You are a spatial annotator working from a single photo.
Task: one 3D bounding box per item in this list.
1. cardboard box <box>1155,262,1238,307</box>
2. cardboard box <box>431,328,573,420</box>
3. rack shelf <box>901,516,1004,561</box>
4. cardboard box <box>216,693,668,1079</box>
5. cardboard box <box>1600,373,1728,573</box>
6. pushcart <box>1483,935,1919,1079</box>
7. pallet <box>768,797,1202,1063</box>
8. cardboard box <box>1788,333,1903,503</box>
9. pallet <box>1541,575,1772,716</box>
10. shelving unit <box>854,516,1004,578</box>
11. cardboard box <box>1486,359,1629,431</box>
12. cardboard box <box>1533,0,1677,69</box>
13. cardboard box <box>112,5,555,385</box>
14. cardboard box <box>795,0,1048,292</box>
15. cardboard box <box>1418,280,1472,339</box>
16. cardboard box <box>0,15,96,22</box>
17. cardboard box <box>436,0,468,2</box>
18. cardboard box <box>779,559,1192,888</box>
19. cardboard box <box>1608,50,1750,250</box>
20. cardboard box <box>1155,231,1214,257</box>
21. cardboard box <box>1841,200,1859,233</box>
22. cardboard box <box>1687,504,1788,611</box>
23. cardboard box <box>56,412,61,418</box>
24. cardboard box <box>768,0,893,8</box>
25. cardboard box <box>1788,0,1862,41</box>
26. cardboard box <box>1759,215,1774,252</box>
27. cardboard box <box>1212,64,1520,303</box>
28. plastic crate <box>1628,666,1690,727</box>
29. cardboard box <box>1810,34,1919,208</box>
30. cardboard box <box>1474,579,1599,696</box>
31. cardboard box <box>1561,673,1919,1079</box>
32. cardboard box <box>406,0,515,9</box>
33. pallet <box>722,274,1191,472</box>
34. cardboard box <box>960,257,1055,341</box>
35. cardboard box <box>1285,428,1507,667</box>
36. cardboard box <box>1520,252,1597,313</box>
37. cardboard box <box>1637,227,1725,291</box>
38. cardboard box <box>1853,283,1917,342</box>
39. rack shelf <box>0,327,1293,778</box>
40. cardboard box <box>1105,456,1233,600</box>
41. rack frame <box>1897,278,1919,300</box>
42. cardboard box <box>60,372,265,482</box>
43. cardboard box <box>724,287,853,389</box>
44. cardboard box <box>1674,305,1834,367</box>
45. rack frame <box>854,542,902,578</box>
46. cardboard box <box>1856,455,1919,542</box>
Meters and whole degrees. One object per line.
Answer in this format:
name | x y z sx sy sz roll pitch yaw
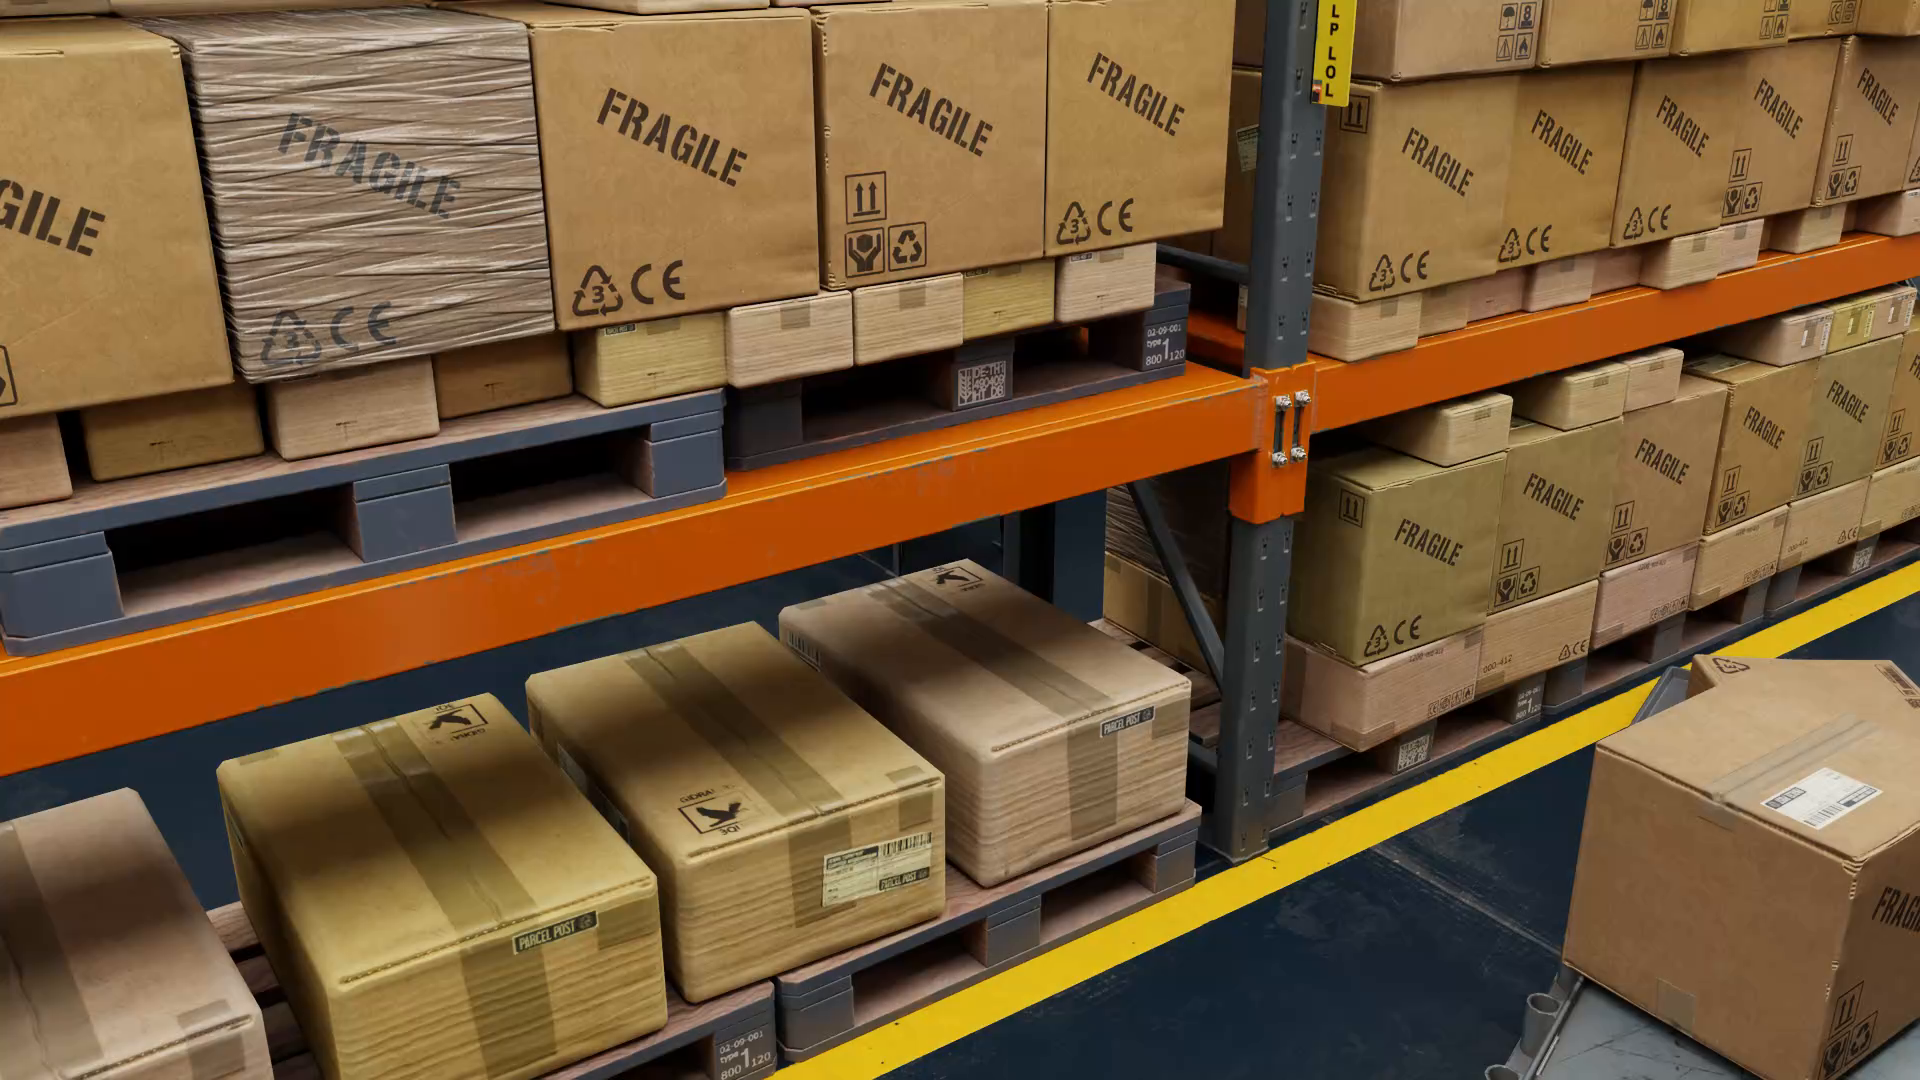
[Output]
cardboard box | 0.548 -0.758 4.586 0.250 0.149 0.380 -15 26 -33
cardboard box | -0.902 -0.354 3.009 0.250 0.149 0.380 -16 27 -35
rack shelf | -0.134 -0.277 6.182 0.480 0.518 0.431 -15 26 -33
cardboard box | -1.104 0.734 3.488 0.625 0.372 0.950 -14 26 -31
cardboard box | 1.951 -0.257 5.124 0.500 0.500 0.500 -13 25 -30
pushcart | 1.837 1.180 2.930 1.648 0.377 0.936 14 26 32
pallet | -0.166 0.751 4.229 1.213 0.211 1.003 -15 26 -33
cardboard box | 2.792 -0.479 5.681 0.500 0.500 0.500 -14 26 -31
pallet | 1.981 0.161 5.709 1.213 0.211 1.003 -15 26 -33
shelving unit | -0.134 -0.939 5.917 0.503 2.100 0.431 -15 26 -33
cardboard box | 1.654 -0.448 4.727 0.250 0.149 0.380 -14 26 -31
cardboard box | 1.376 -1.496 4.213 0.500 0.500 0.700 -15 26 -33
cardboard box | -1.025 -0.592 2.731 0.500 0.500 0.500 -16 27 -35
cardboard box | -0.178 -0.816 3.291 0.500 0.500 0.500 -15 26 -33
cardboard box | 1.083 -0.638 4.287 0.250 0.149 0.380 -14 26 -31
cardboard box | -1.753 -0.634 2.834 0.500 0.500 0.500 -17 27 -36
cardboard box | -0.945 -1.132 3.209 0.250 0.149 0.380 -13 25 -30
cardboard box | 0.041 0.427 4.259 0.625 0.372 0.950 -15 26 -32
cardboard box | 1.794 -1.129 4.643 0.500 0.500 0.500 -15 26 -33
cardboard box | 0.681 -1.069 4.491 0.500 0.500 0.500 -16 27 -34
cardboard box | 2.691 -1.102 5.449 0.250 0.149 0.380 -15 26 -32
cardboard box | 2.366 -0.016 5.533 0.500 0.250 0.500 -16 27 -35
cardboard box | -1.598 -0.347 2.992 0.250 0.149 0.380 -15 26 -32
cardboard box | -0.330 -1.073 3.060 0.250 0.149 0.380 -16 27 -34
cardboard box | 2.170 -1.737 4.816 0.500 0.500 0.700 -15 26 -33
cardboard box | 2.281 -0.992 5.173 0.250 0.149 0.380 -15 26 -33
cardboard box | 0.985 -0.909 4.091 0.500 0.500 0.500 -15 26 -33
plastic crate | 2.218 0.550 4.910 0.402 0.080 0.583 14 26 32
cardboard box | 2.615 -1.349 5.193 0.500 0.500 0.500 -15 26 -33
cardboard box | 1.528 0.204 4.982 0.500 0.250 0.500 -13 25 -30
cardboard box | 1.529 0.625 3.133 0.500 0.500 0.500 -15 26 -33
cardboard box | -0.899 -0.866 3.416 0.500 0.500 0.500 -15 26 -33
pallet | -0.240 -0.502 3.866 1.213 0.211 1.003 -15 26 -33
cardboard box | -0.016 -0.545 3.487 0.250 0.149 0.380 -16 27 -34
cardboard box | 1.102 -0.026 4.545 0.500 0.500 0.500 -14 25 -30
cardboard box | 1.502 -0.748 4.562 0.250 0.149 0.380 -14 26 -31
cardboard box | 1.952 -0.842 4.798 0.250 0.149 0.380 -15 26 -33
cardboard box | 2.955 -0.795 5.597 0.250 0.149 0.380 -14 26 -31
rack shelf | -1.158 0.054 3.184 4.000 0.370 1.077 -15 26 -33
cardboard box | 0.789 -0.188 4.952 0.500 0.500 0.500 -15 26 -34
rack frame | 3.712 -1.579 6.305 0.127 3.000 1.000 -15 26 -33
cardboard box | -1.319 -0.238 2.718 0.250 0.149 0.380 -14 26 -31
cardboard box | -0.409 -0.422 3.180 0.250 0.149 0.380 -15 26 -32
cardboard box | 2.534 -0.685 5.322 0.250 0.149 0.380 -14 26 -31
rack frame | -0.332 -0.887 5.785 0.015 2.100 0.400 -15 26 -33
cardboard box | 3.194 -0.236 6.083 0.500 0.250 0.500 -15 26 -33
